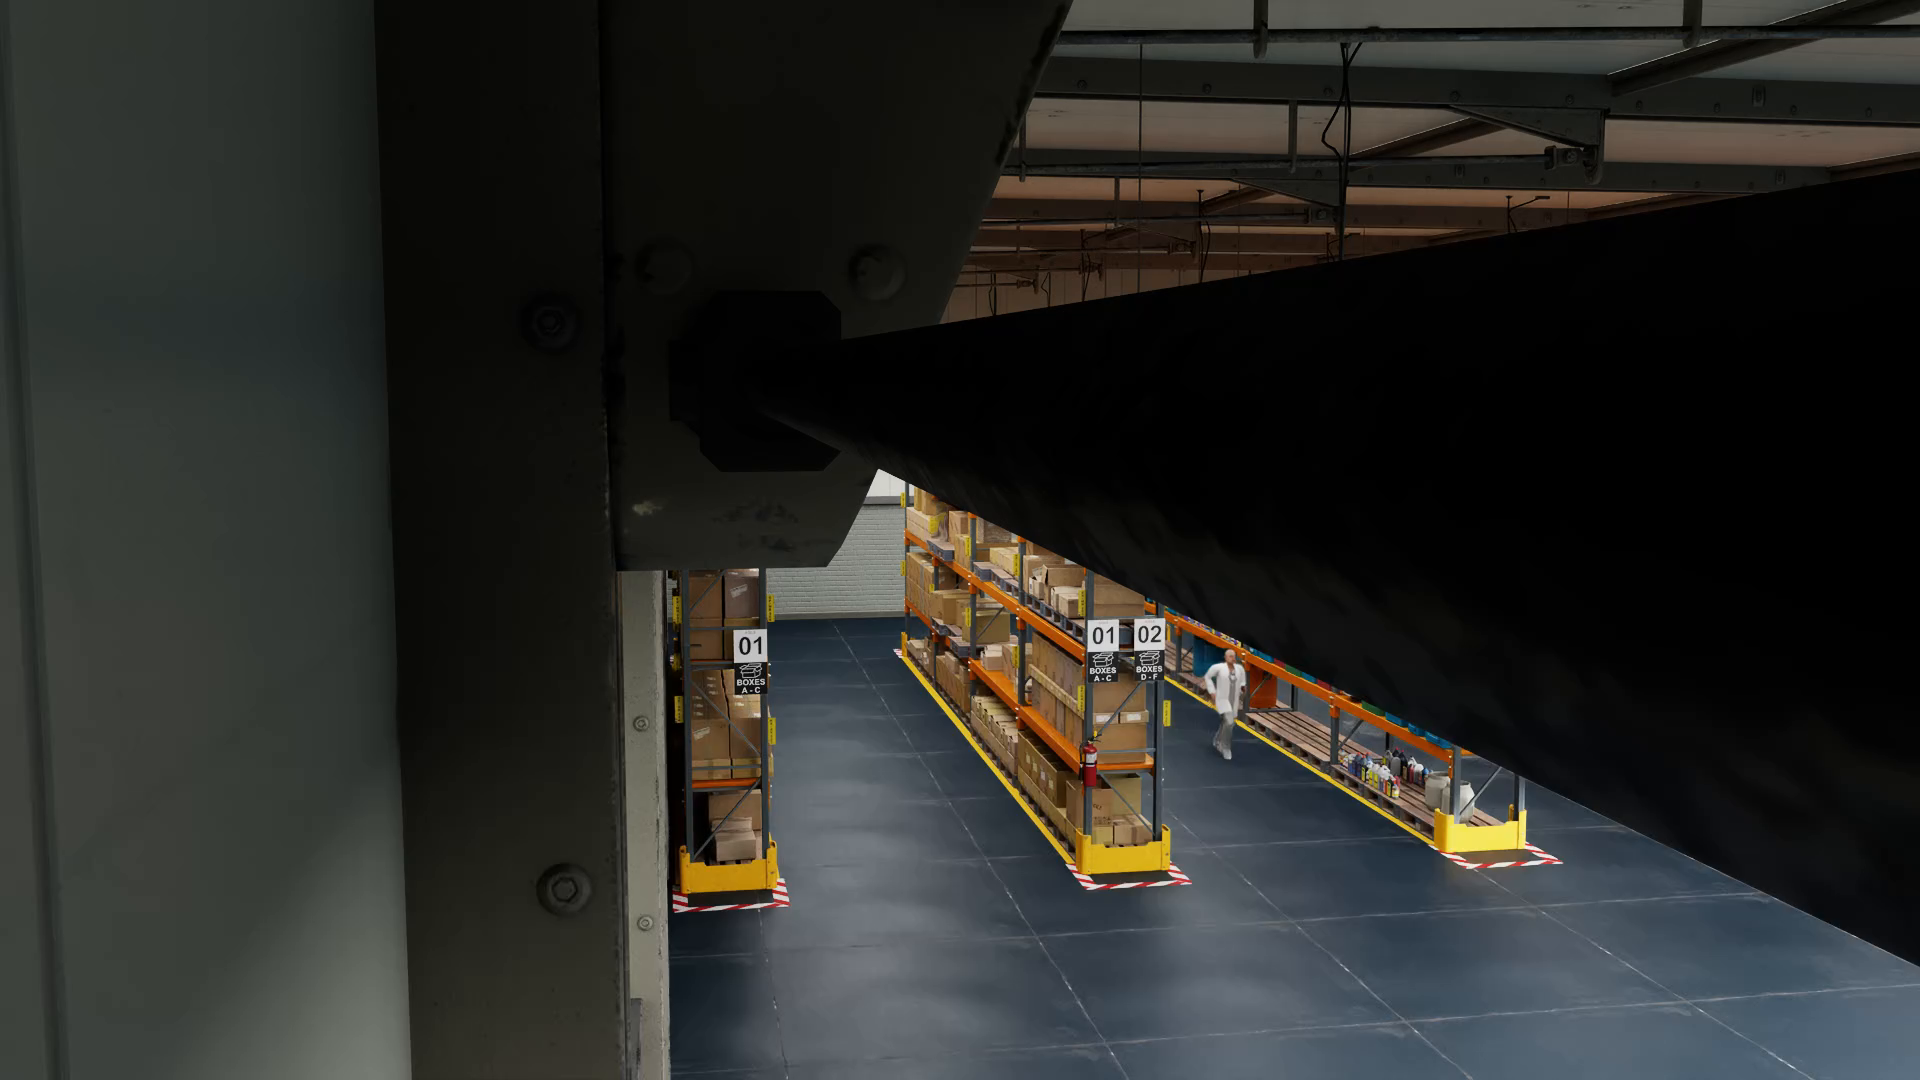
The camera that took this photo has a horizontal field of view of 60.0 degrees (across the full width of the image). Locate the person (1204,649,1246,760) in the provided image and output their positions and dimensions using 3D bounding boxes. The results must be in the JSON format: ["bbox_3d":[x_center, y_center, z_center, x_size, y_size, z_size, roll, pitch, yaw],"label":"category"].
[{"bbox_3d":[4.355,2.666,27.041,0.613,1.814,0.880,-3,6,-24],"label":"person"}]
